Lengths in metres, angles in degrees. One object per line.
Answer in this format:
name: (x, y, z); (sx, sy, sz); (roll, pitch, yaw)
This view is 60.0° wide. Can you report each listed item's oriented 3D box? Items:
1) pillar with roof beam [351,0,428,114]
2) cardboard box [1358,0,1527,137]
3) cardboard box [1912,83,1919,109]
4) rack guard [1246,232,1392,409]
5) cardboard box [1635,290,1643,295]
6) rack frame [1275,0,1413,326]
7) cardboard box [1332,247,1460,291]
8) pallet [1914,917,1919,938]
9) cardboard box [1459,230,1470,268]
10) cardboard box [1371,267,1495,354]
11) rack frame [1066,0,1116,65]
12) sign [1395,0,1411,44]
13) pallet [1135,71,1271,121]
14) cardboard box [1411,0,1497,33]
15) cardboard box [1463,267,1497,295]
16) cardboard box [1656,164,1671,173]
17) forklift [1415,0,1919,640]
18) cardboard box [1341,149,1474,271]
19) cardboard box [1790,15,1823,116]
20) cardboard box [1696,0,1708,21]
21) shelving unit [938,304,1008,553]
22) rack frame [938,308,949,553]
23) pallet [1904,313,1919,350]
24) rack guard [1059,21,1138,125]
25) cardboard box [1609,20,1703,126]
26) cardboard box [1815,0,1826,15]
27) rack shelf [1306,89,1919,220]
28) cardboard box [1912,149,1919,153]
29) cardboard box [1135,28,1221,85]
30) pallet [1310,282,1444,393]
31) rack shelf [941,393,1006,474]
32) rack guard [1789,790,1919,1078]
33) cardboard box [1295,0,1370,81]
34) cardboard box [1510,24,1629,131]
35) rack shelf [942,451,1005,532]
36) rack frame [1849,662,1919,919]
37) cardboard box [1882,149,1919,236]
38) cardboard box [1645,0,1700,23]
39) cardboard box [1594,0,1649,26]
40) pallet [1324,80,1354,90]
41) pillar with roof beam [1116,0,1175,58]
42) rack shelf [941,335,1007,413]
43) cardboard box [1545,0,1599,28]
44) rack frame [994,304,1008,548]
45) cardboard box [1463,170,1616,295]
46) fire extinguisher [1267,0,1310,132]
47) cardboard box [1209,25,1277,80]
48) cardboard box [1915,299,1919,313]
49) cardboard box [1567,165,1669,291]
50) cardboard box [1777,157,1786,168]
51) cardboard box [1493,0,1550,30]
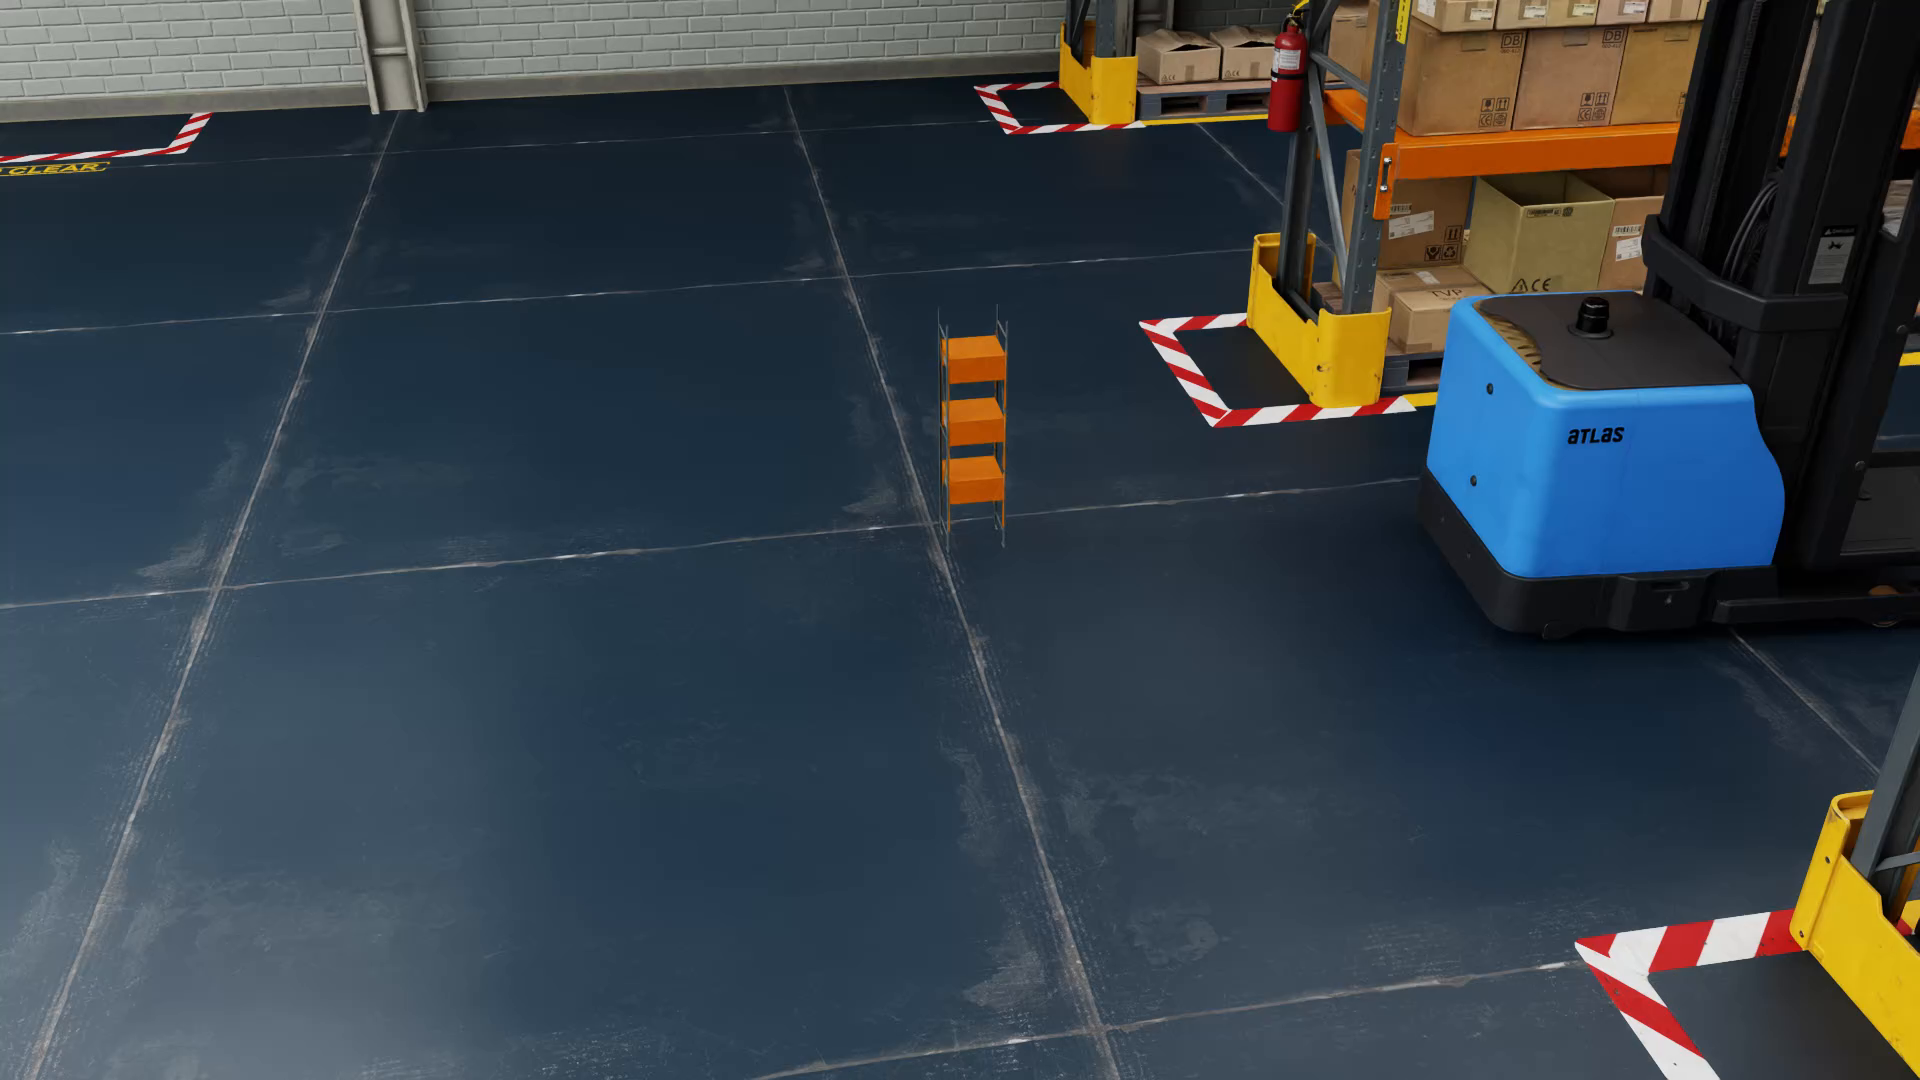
pillar with roof beam: (-3.599, -5.115, 7.072); (0.400, 9.000, 9.100); (-5, 31, -9)
cardboard box: (2.352, -2.338, 8.169); (0.500, 0.500, 0.700); (-5, 31, -9)
cardboard box: (4.872, -2.572, 8.566); (0.500, 0.500, 0.700); (-6, 31, -9)
rack guard: (1.867, -1.179, 8.762); (0.348, 0.500, 1.175); (-5, 31, -9)
cardboard box: (3.441, -1.286, 8.776); (0.500, 0.250, 0.500); (-5, 31, -9)
rack frame: (1.891, -2.259, 8.132); (0.127, 3.000, 1.000); (-5, 31, -9)
cardboard box: (2.365, -1.451, 9.057); (0.500, 0.250, 0.500); (-5, 31, -9)
pallet: (3.645, 1.311, 4.812); (1.213, 0.211, 1.003); (-5, 31, -9)
cardboard box: (2.855, -1.503, 9.144); (0.500, 0.250, 0.500); (-5, 31, -9)
cardboard box: (2.458, -1.193, 8.618); (0.500, 0.250, 0.500); (-5, 31, -9)
rack frame: (0.995, -4.728, 12.332); (0.127, 3.000, 1.000); (-5, 31, -9)
sign: (1.985, -2.389, 7.421); (0.005, 0.325, 0.100); (-5, 31, -9)
pallet: (1.875, -3.590, 13.147); (1.213, 0.211, 1.003); (-5, 31, -9)
cardboard box: (2.315, -2.510, 7.821); (0.250, 0.149, 0.380); (-6, 31, -9)
cardboard box: (2.949, -1.240, 8.698); (0.500, 0.250, 0.500); (-5, 31, -9)
cardboard box: (3.934, -1.652, 8.658); (0.500, 0.500, 0.500); (-5, 31, -9)
forklift: (3.552, -1.179, 6.363); (3.031, 2.935, 1.130); (-3, 31, -5)
cardboard box: (2.365, -1.775, 8.868); (0.500, 0.500, 0.500); (-5, 31, -9)
cardboard box: (3.874, -2.481, 8.411); (0.500, 0.500, 0.700); (-4, 31, -7)
cardboard box: (3.582, -2.629, 8.023); (0.250, 0.149, 0.380); (-6, 31, -10)
shelving unit: (0.053, -0.457, 6.992); (0.252, 1.050, 0.215); (-5, 31, -9)
rack frame: (-0.067, -0.446, 6.973); (0.008, 1.050, 0.200); (-5, 31, -9)
pallet: (5.035, -1.370, 9.372); (1.213, 0.211, 1.003); (-5, 31, -9)
rack guard: (1.069, -3.658, 12.978); (0.348, 0.500, 1.175); (-5, 31, -9)
cardboard box: (3.357, -2.431, 8.326); (0.500, 0.500, 0.700); (-5, 31, -9)
cardboard box: (4.086, -2.674, 8.100); (0.250, 0.149, 0.380); (-4, 31, -7)
rack shelf: (3.858, -2.131, 8.625); (4.000, 0.370, 1.077); (-5, 31, -9)
cardboard box: (5.313, -2.057, 9.347); (0.500, 0.500, 0.500); (-5, 31, -9)
cardboard box: (1.691, -3.777, 12.933); (0.500, 0.311, 0.500); (-9, 32, -15)
pallet: (2.635, -1.148, 8.993); (1.213, 0.211, 1.003); (-5, 31, -9)
rack shelf: (0.053, -0.448, 6.998); (0.240, 0.259, 0.215); (-5, 31, -9)
rack guard: (2.845, 1.258, 4.617); (0.348, 0.500, 1.175); (-5, 31, -9)
cardboard box: (2.983, -3.953, 13.045); (0.500, 0.500, 0.700); (-7, 31, -12)
cardboard box: (2.868, -2.389, 8.254); (0.500, 0.500, 0.700); (-5, 31, -8)
rack shelf: (0.053, -0.209, 7.138); (0.240, 0.259, 0.215); (-5, 31, -9)
rack frame: (2.779, 0.211, 3.932); (0.127, 3.000, 1.000); (-5, 31, -9)
cardboard box: (4.914, -1.752, 8.829); (0.500, 0.500, 0.500); (-5, 31, -9)
cardboard box: (3.331, -2.605, 7.983); (0.250, 0.149, 0.380); (-6, 31, -11)
cardboard box: (3.069, -2.580, 7.939); (0.250, 0.149, 0.380); (-6, 31, -10)
pallet: (3.072, -3.700, 13.333); (1.213, 0.211, 1.003); (-5, 31, -9)
pillar with roof beam: (2.303, -5.663, 8.003); (0.400, 9.000, 9.100); (-5, 31, -9)
rack shelf: (0.053, -0.693, 6.854); (0.240, 0.259, 0.215); (-5, 31, -9)
cardboard box: (2.820, -2.558, 7.902); (0.250, 0.149, 0.380); (-5, 31, -9)
rack frame: (0.173, -0.469, 7.011); (0.008, 1.050, 0.200); (-5, 31, -9)
cardboard box: (2.950, -1.563, 8.507); (0.500, 0.500, 0.500); (-5, 31, -9)
fire extinguisher: (1.691, -2.446, 8.528); (0.183, 0.674, 0.296); (-5, 31, -9)
cardboard box: (2.252, -3.829, 13.022); (0.500, 0.311, 0.500); (-3, 31, -5)
cardboard box: (4.915, -1.428, 9.017); (0.500, 0.250, 0.500); (-5, 31, -9)
cardboard box: (3.439, -1.615, 8.595); (0.500, 0.500, 0.500); (-5, 31, -9)
cardboard box: (4.423, -1.704, 8.748); (0.500, 0.500, 0.500); (-5, 31, -9)
cardboard box: (2.575, -2.536, 7.864); (0.250, 0.149, 0.380); (-6, 31, -10)
